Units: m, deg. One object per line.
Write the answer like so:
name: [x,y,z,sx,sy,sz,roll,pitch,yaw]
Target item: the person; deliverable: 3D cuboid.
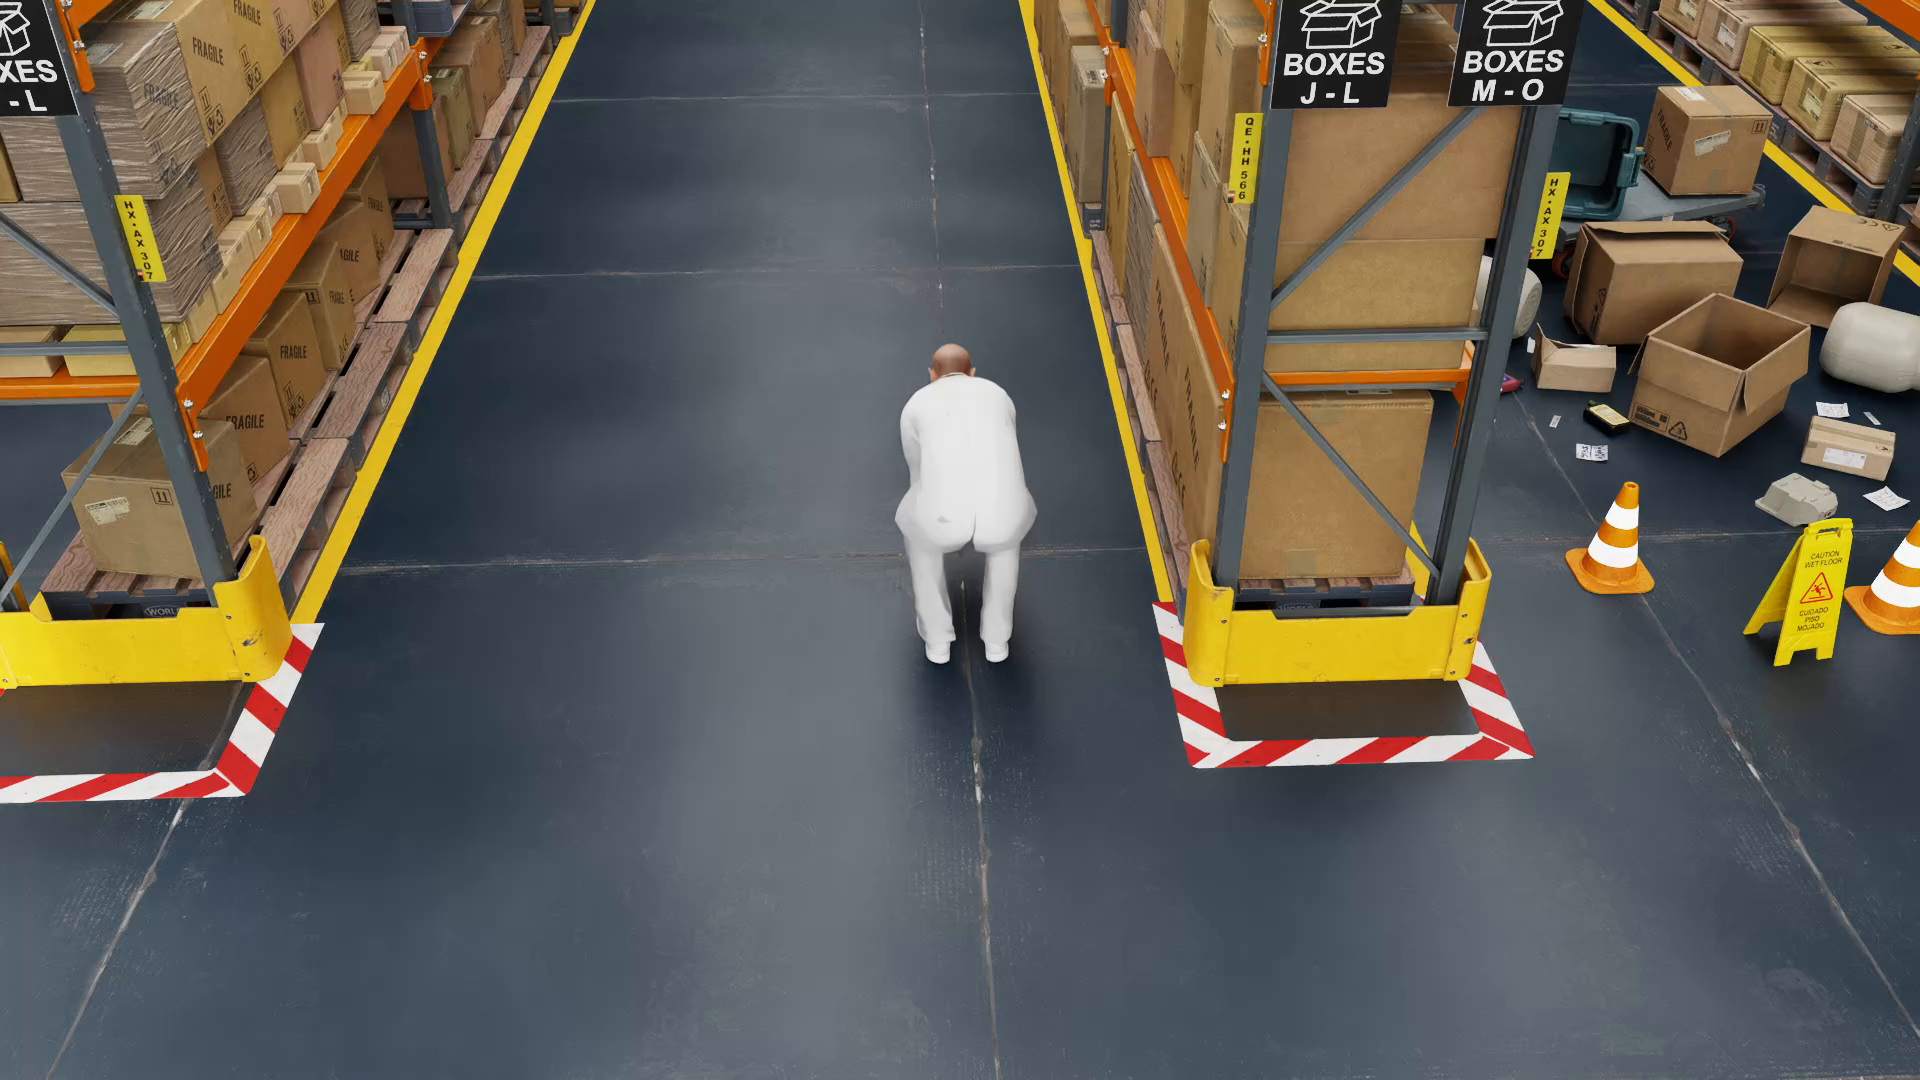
person: [0.012,-0.137,6.941,0.586,1.109,0.940,-3,35,-4]
